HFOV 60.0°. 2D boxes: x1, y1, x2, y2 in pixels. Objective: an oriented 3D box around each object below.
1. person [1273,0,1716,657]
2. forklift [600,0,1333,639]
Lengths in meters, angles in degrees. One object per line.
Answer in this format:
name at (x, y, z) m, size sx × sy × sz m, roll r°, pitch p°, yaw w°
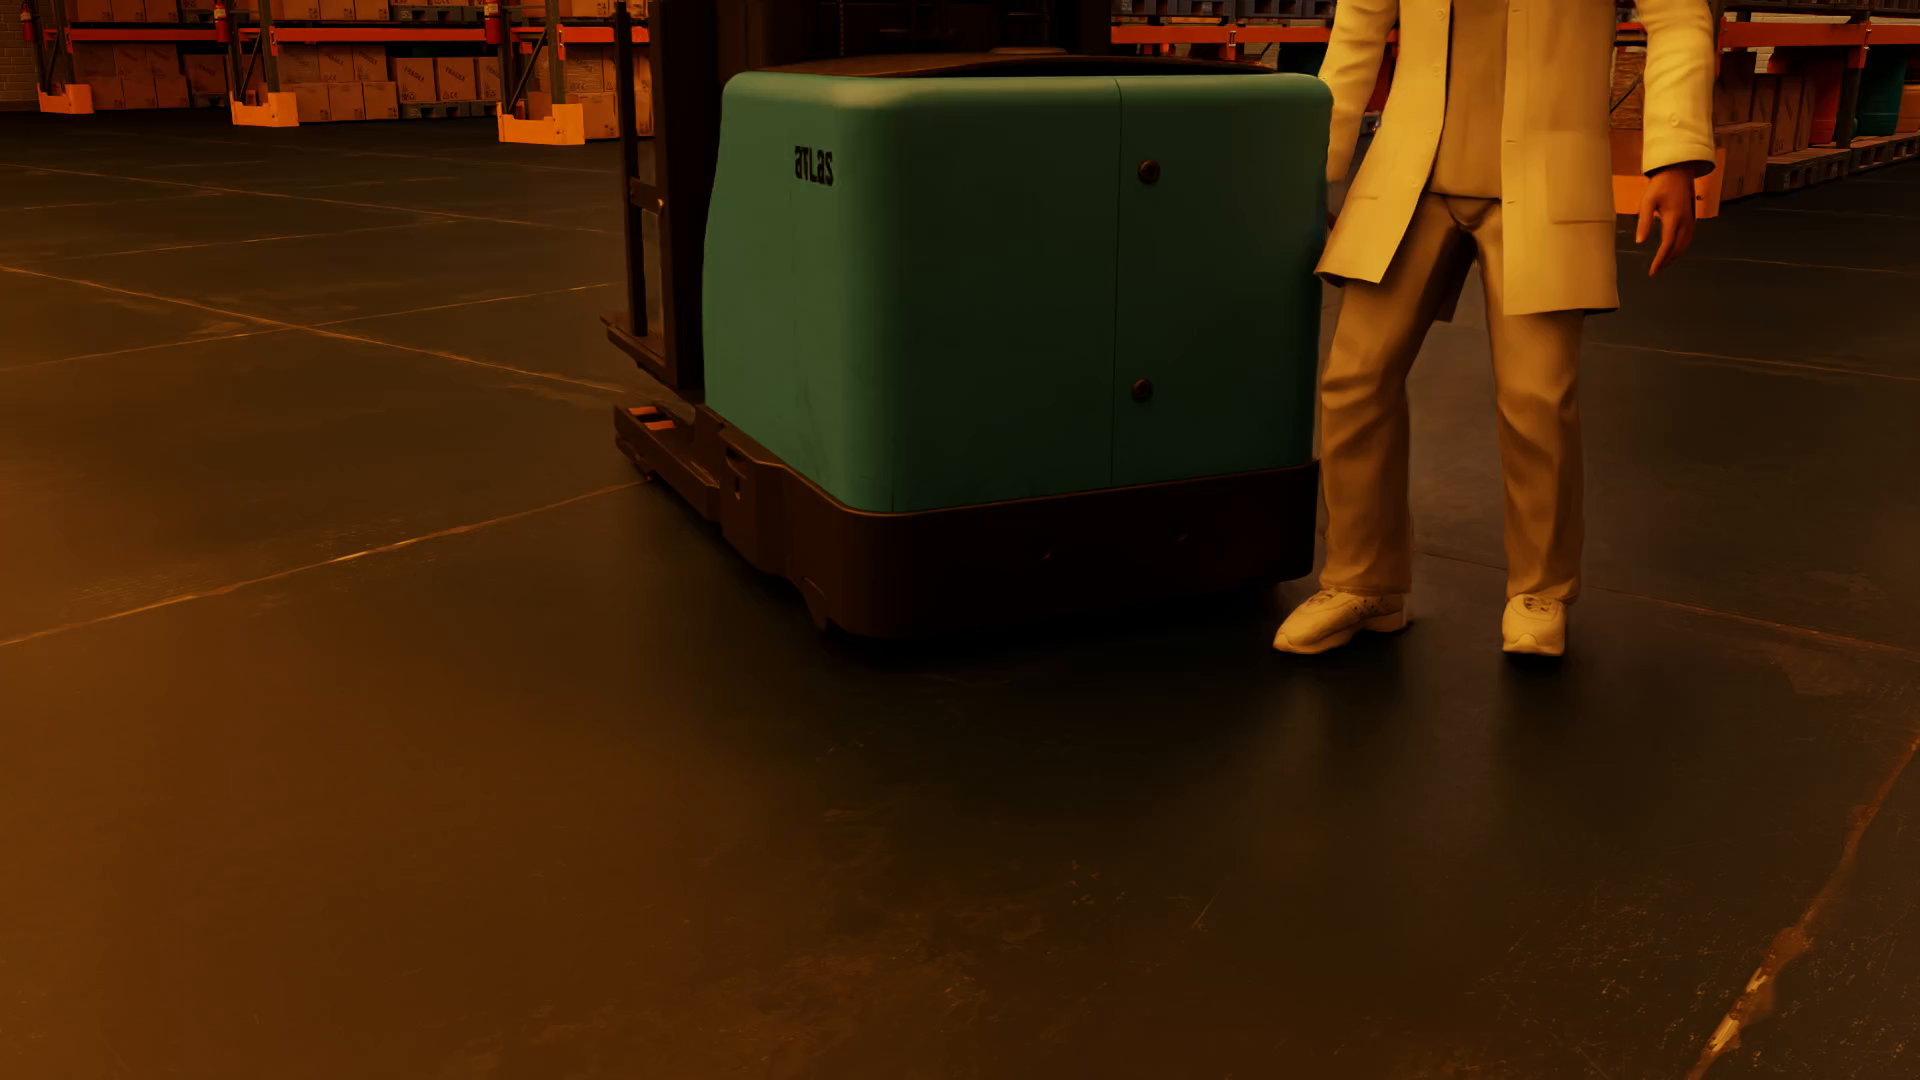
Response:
person at (0.942, -0.638, 3.032) m, size 0.800 × 1.752 × 0.560 m, roll 10°, pitch 20°, yaw 30°
forklift at (-0.316, -1.603, 4.177) m, size 1.130 × 2.935 × 3.031 m, roll -7°, pitch 18°, yaw -23°
